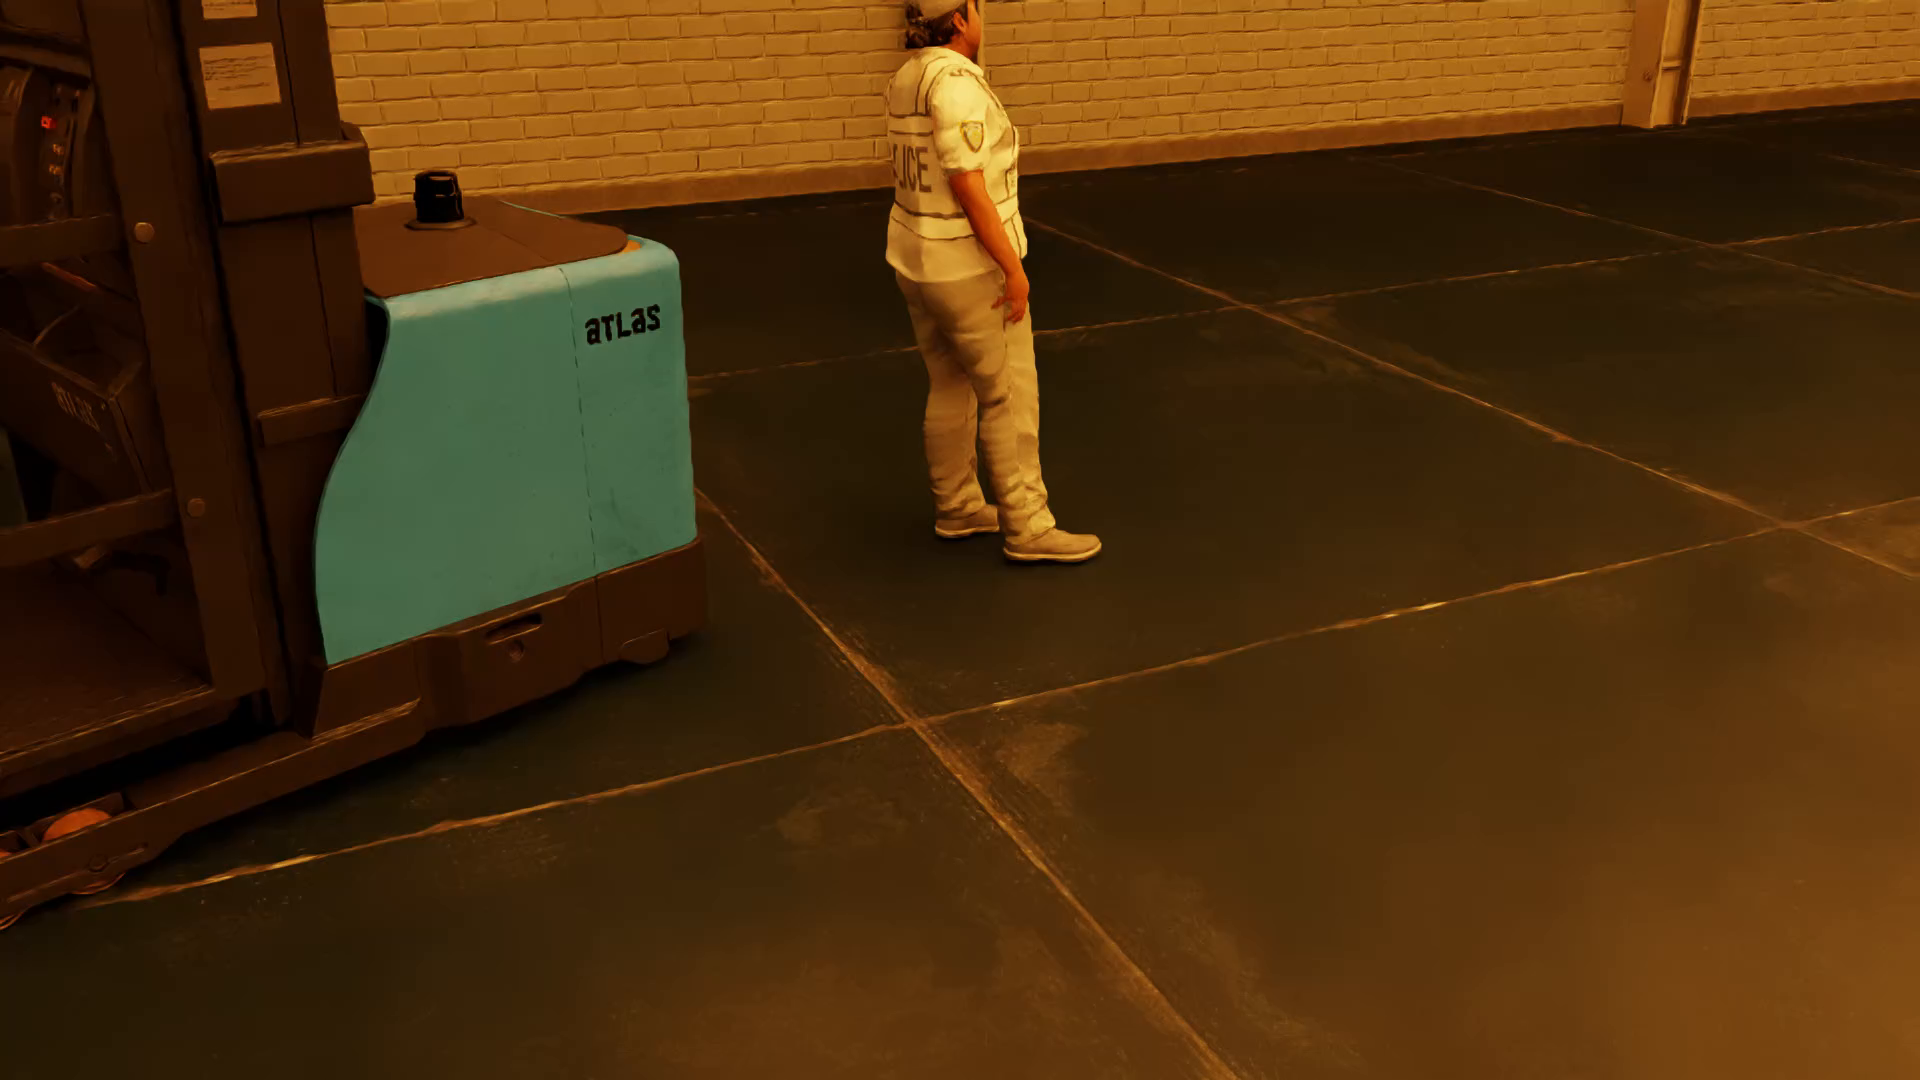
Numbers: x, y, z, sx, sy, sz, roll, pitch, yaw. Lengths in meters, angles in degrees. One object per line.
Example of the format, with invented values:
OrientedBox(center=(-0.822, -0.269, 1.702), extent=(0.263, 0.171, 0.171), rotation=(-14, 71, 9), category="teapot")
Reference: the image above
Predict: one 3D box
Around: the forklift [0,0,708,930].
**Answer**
OrientedBox(center=(-2.064, -0.806, 3.226), extent=(1.130, 2.935, 3.031), rotation=(21, 30, 41), category="forklift")

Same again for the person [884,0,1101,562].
OrientedBox(center=(0.080, -0.781, 4.796), extent=(0.526, 1.669, 0.598), rotation=(-10, 25, -23), category="person")
